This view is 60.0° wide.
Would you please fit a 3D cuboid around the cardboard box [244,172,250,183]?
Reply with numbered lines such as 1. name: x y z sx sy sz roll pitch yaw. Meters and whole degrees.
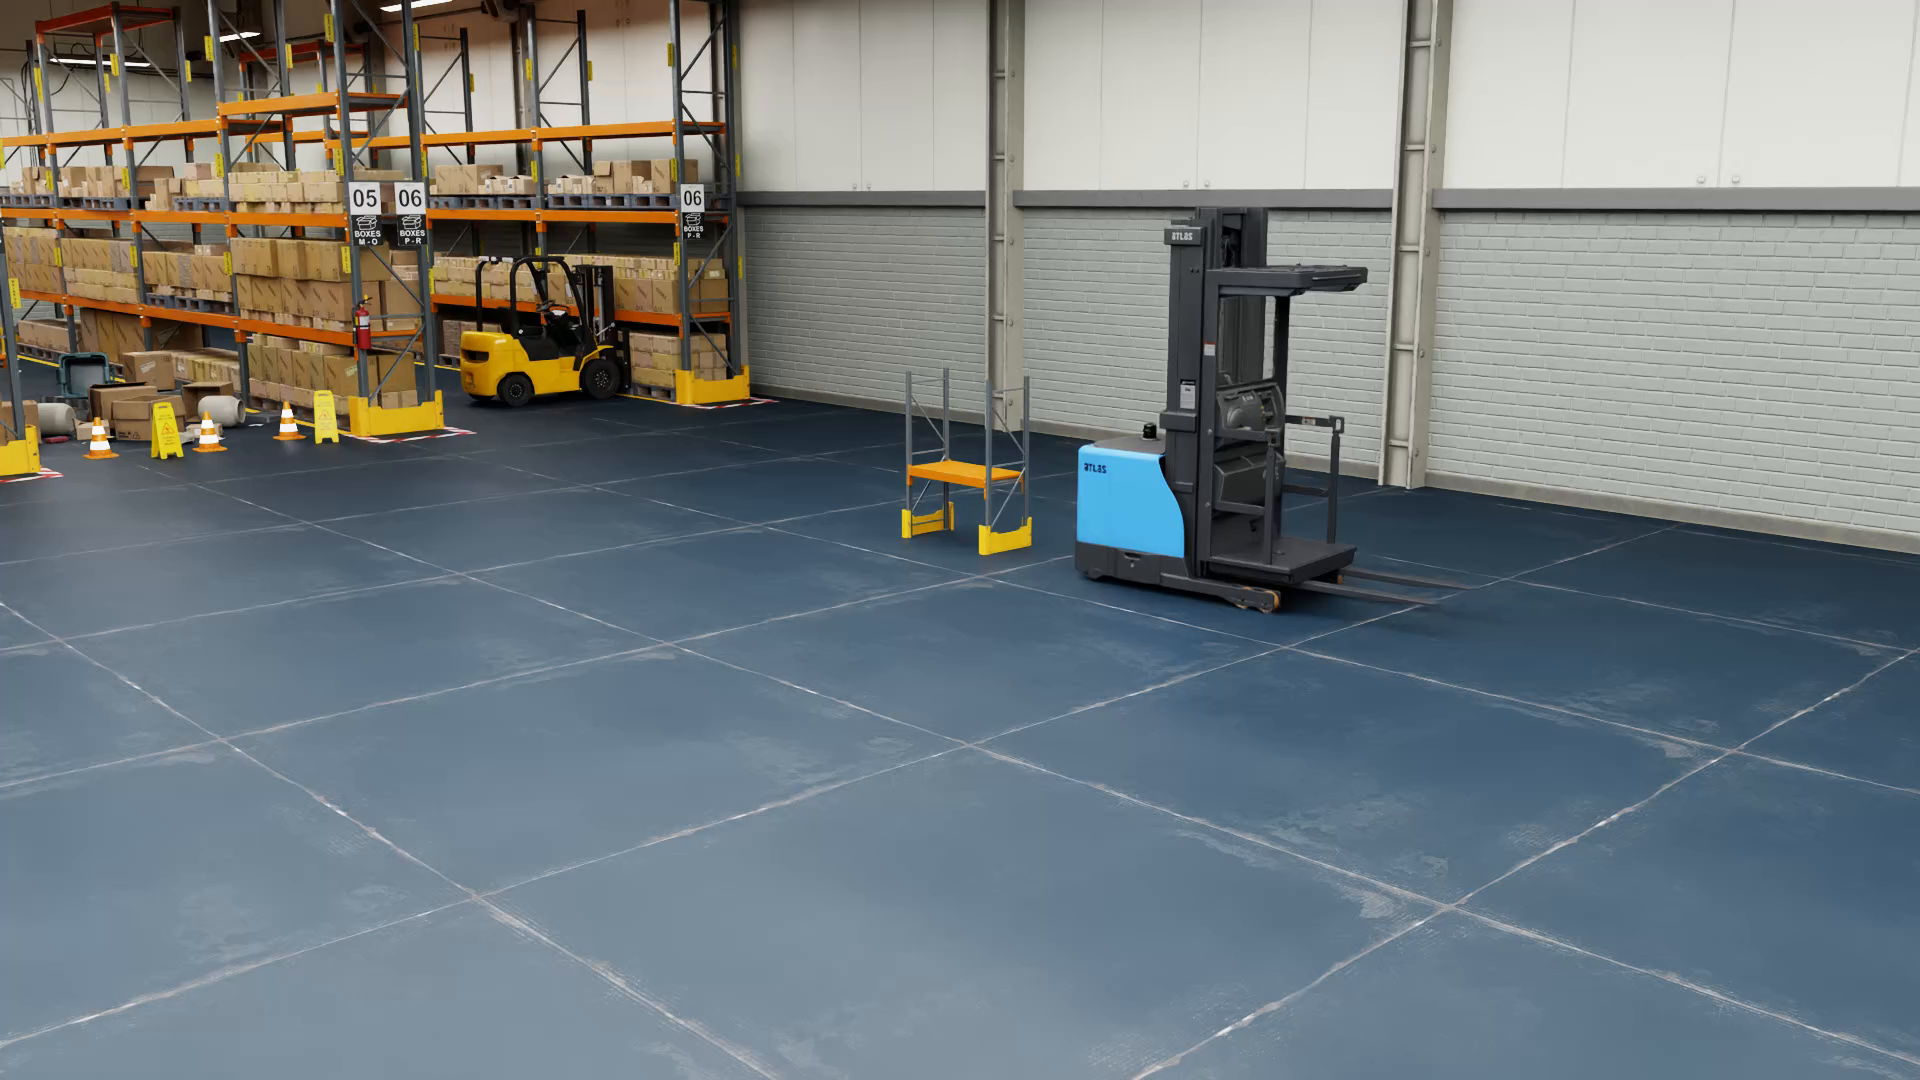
1. cardboard box: -9.733 -5.042 23.164 0.250 0.149 0.380 11 16 43

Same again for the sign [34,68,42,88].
1. sign: -16.034 -8.038 28.917 0.100 0.325 0.005 -11 16 -43

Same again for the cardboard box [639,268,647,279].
1. cardboard box: -4.679 -4.075 25.400 0.380 0.149 0.250 -11 16 -43

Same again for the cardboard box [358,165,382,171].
1. cardboard box: -11.560 -7.211 32.614 0.396 0.266 0.258 -11 16 -43

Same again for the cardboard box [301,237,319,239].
1. cardboard box: -13.636 -6.031 34.528 0.500 0.500 0.500 -10 16 -41

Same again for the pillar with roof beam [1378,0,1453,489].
1. pillar with roof beam: 1.604 -4.393 13.935 9.100 9.000 0.400 -11 16 -43

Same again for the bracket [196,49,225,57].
1. bracket: -18.473 -11.553 39.768 0.076 0.066 5.218 -11 16 -43

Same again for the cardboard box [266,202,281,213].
1. cardboard box: -9.226 -4.537 22.687 0.380 0.149 0.250 -11 16 -44

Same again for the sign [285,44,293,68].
1. sign: -9.686 -6.978 23.970 0.100 0.325 0.005 -11 16 -43

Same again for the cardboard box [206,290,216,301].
1. cardboard box: -11.019 -3.664 24.842 0.380 0.149 0.250 -11 16 -43

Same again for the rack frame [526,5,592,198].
1. rack frame: -6.503 -7.101 27.078 1.000 3.000 0.127 -11 16 -43

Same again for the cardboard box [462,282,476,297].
1. cardboard box: -8.431 -4.426 29.333 0.500 0.250 0.500 11 16 43

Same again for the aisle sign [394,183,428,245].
1. aisle sign: -7.061 -4.194 21.394 0.394 0.787 0.004 -11 16 -43

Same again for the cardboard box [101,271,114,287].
1. cardboard box: -14.096 -4.407 28.003 0.500 0.250 0.500 11 16 44

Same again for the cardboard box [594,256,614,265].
1. cardboard box: -5.551 -4.410 26.293 0.380 0.149 0.250 -11 16 -43

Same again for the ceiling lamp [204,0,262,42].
1. ceiling lamp: -13.039 -10.699 30.076 0.800 3.185 2.000 -11 16 -43

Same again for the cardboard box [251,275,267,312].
1. cardboard box: -9.625 -3.492 23.444 0.500 0.500 0.500 -11 16 -43

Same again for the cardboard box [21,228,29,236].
1. cardboard box: -17.292 -5.756 31.082 0.250 0.149 0.380 11 16 44

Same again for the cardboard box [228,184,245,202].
1. cardboard box: -9.985 -4.910 23.509 0.500 0.250 0.500 -11 16 -44

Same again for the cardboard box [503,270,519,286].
1. cardboard box: -7.388 -4.444 28.183 0.500 0.250 0.500 11 16 44

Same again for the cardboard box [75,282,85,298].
1. cardboard box: -15.144 -4.388 29.150 0.500 0.250 0.500 11 16 44

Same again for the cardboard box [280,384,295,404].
1. cardboard box: -9.133 -2.053 23.214 0.500 0.250 0.500 -11 16 -43

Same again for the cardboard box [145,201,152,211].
1. cardboard box: -12.758 -5.331 26.542 0.380 0.149 0.250 -11 16 -43

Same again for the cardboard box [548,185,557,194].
1. cardboard box: -6.413 -5.656 26.831 0.380 0.149 0.250 -10 16 -41

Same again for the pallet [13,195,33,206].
1. pallet: -17.011 -6.363 31.148 1.003 0.211 1.213 -11 16 -43

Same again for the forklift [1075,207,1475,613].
1. forklift: 2.381 -1.015 12.575 3.031 2.935 1.130 10 15 39

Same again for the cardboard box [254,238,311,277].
1. cardboard box: -9.280 -3.906 22.974 0.700 0.500 0.500 -11 16 -44

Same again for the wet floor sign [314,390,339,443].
1. wet floor sign: -7.971 -1.557 20.869 0.267 0.644 0.232 -5 13 -23

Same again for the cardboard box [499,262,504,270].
1. cardboard box: -7.635 -4.694 28.404 0.250 0.149 0.380 11 16 44

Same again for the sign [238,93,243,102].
1. sign: -15.183 -9.273 35.110 0.100 0.325 0.005 -11 16 -43

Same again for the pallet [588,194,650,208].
1. pallet: -5.057 -5.290 25.939 1.003 0.211 1.213 -11 16 -43

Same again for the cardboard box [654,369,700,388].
1. cardboard box: -4.294 -2.463 25.204 0.500 0.250 0.500 -11 16 -42

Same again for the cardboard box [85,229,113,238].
1. cardboard box: -15.646 -5.577 30.213 0.380 0.149 0.250 -11 16 -43

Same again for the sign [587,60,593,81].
1. sign: -6.085 -7.710 27.326 0.100 0.325 0.005 -11 16 -43

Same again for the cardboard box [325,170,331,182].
1. cardboard box: -7.926 -4.675 21.381 0.380 0.149 0.250 -11 16 -42

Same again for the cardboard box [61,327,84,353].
1. cardboard box: -15.971 -3.696 30.724 0.875 0.438 0.875 -11 16 -43

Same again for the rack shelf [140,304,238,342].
1. rack shelf: -11.472 -3.410 25.813 1.077 0.370 4.000 -11 16 -43

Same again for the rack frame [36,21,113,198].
1. rack frame: -15.615 -7.577 29.385 1.000 3.000 0.127 -11 16 -43

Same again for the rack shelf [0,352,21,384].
1. rack shelf: -12.220 -2.122 19.560 1.077 0.370 4.000 -11 16 -43

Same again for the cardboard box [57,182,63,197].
1. cardboard box: -15.523 -6.125 29.068 0.396 0.266 0.258 -11 16 -43

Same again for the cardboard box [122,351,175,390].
1. cardboard box: -11.357 -2.365 23.274 0.500 0.500 0.500 -11 16 -43

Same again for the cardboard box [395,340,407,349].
1. cardboard box: -10.414 -3.910 31.612 0.500 0.500 0.500 -10 15 -40

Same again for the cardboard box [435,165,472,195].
1. cardboard box: -8.942 -6.380 29.474 0.500 0.500 0.500 -11 16 -42

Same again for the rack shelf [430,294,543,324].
1. rack shelf: -7.884 -4.102 29.173 1.077 0.370 4.000 -11 16 -43

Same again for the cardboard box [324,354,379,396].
1. cardboard box: -8.070 -2.194 22.041 0.500 0.500 0.500 -11 16 -42

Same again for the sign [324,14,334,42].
1. sign: -7.744 -6.286 20.414 0.100 0.325 0.005 -11 16 -43

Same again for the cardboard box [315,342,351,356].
1. cardboard box: -8.372 -2.556 22.190 0.380 0.149 0.250 -10 15 -41

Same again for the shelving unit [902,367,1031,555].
1. shelving unit: 0.053 -0.723 14.706 0.587 1.500 1.083 -11 16 -43

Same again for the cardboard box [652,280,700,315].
1. cardboard box: -4.271 -3.663 25.011 0.500 0.500 0.500 -11 16 -44

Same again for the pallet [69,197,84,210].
1. pallet: -14.947 -5.887 29.091 1.217 0.209 0.805 11 16 43

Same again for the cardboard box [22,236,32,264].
1. cardboard box: -17.184 -5.430 31.107 0.500 0.500 0.500 -11 16 -42

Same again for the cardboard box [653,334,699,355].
1. cardboard box: -4.284 -2.952 25.100 0.500 0.250 0.500 -10 15 -41

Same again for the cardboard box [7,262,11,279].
1. cardboard box: -18.254 -5.161 32.280 0.500 0.500 0.500 -11 16 -43

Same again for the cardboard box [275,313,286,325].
1. cardboard box: -9.229 -3.069 22.996 0.380 0.149 0.250 -11 16 -42
